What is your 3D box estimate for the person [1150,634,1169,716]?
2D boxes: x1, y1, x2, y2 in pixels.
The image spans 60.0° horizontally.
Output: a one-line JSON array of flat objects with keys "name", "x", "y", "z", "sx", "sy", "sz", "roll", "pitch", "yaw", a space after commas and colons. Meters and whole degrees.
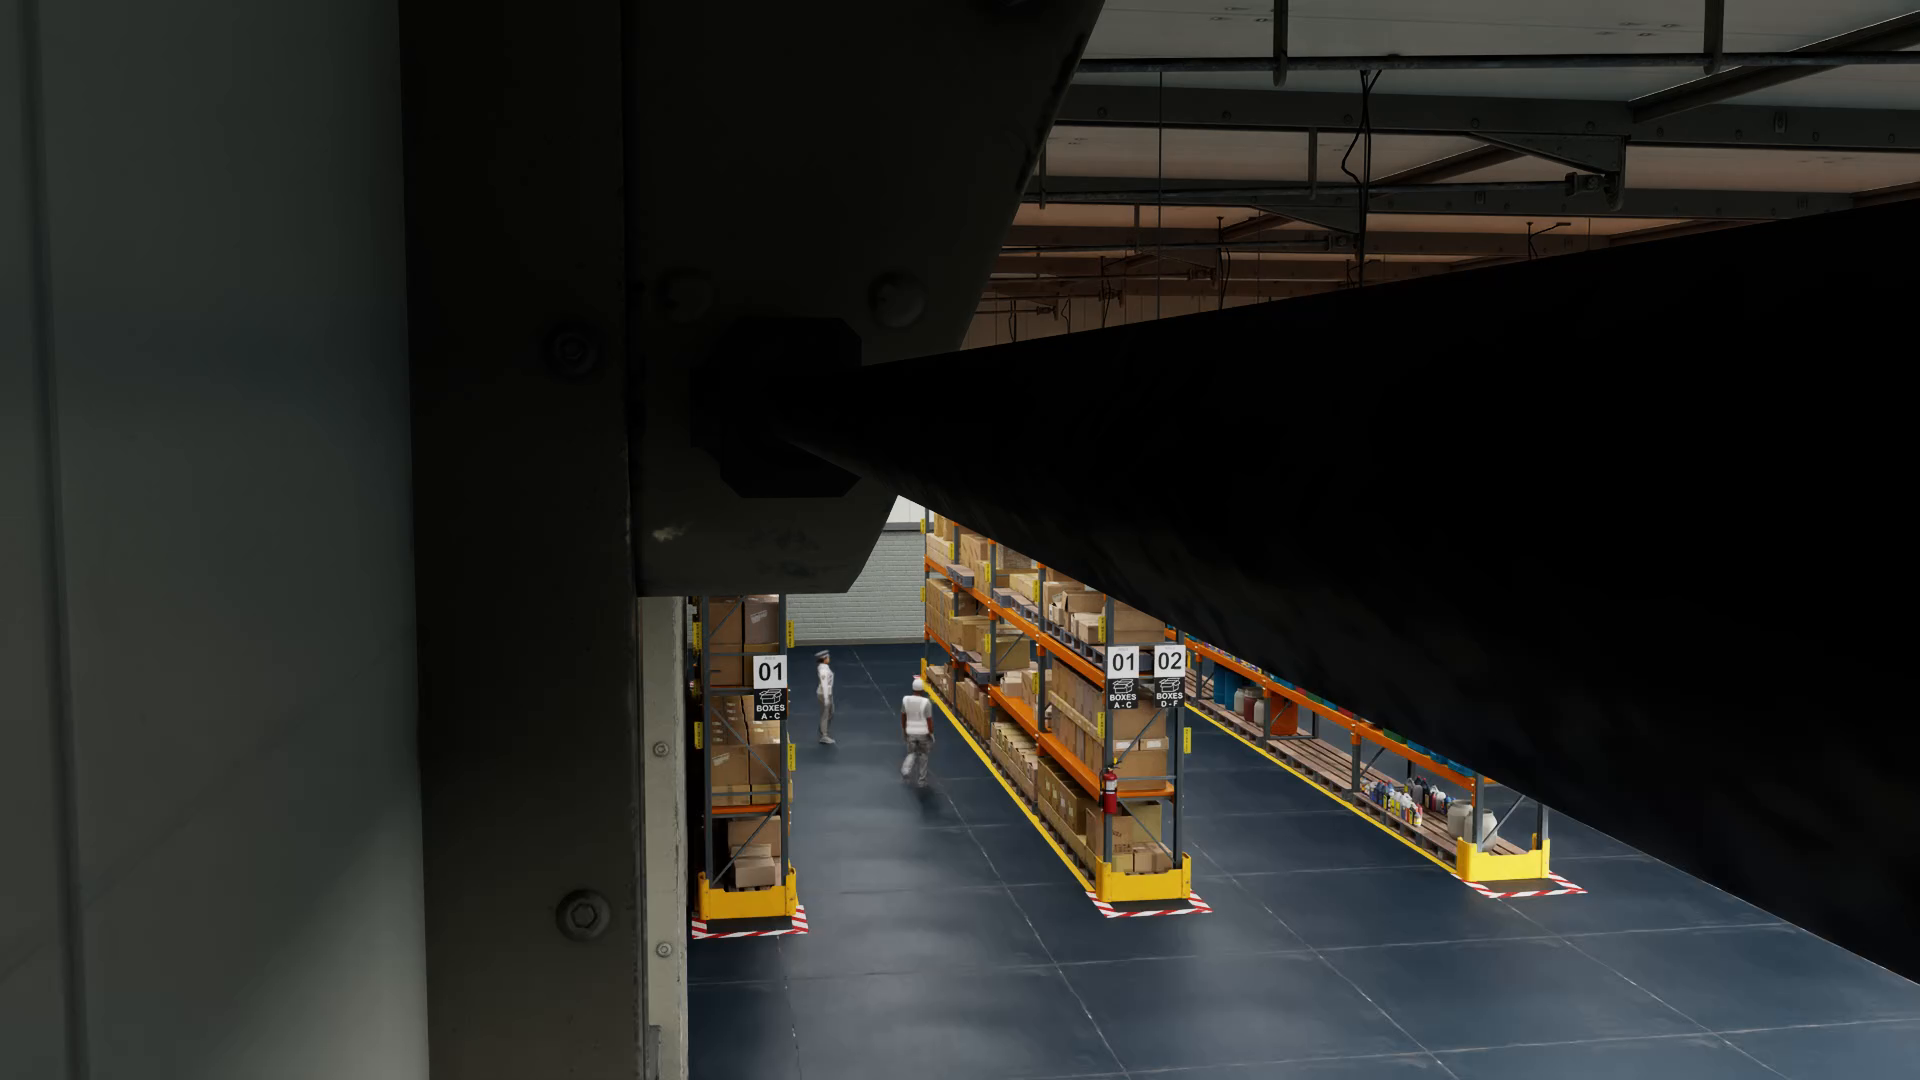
[{"name": "person", "x": 3.889, "y": 2.625, "z": 32.673, "sx": 0.420, "sy": 1.672, "sz": 0.524, "roll": -2, "pitch": 5, "yaw": -23}]

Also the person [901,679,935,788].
[{"name": "person", "x": -0.690, "y": 3.095, "z": 26.580, "sx": 0.566, "sy": 1.775, "sz": 0.669, "roll": 2, "pitch": 5, "yaw": 23}]

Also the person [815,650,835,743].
[{"name": "person", "x": -2.452, "y": 2.852, "z": 30.234, "sx": 0.360, "sy": 1.724, "sz": 0.536, "roll": 0, "pitch": 5, "yaw": -3}]
